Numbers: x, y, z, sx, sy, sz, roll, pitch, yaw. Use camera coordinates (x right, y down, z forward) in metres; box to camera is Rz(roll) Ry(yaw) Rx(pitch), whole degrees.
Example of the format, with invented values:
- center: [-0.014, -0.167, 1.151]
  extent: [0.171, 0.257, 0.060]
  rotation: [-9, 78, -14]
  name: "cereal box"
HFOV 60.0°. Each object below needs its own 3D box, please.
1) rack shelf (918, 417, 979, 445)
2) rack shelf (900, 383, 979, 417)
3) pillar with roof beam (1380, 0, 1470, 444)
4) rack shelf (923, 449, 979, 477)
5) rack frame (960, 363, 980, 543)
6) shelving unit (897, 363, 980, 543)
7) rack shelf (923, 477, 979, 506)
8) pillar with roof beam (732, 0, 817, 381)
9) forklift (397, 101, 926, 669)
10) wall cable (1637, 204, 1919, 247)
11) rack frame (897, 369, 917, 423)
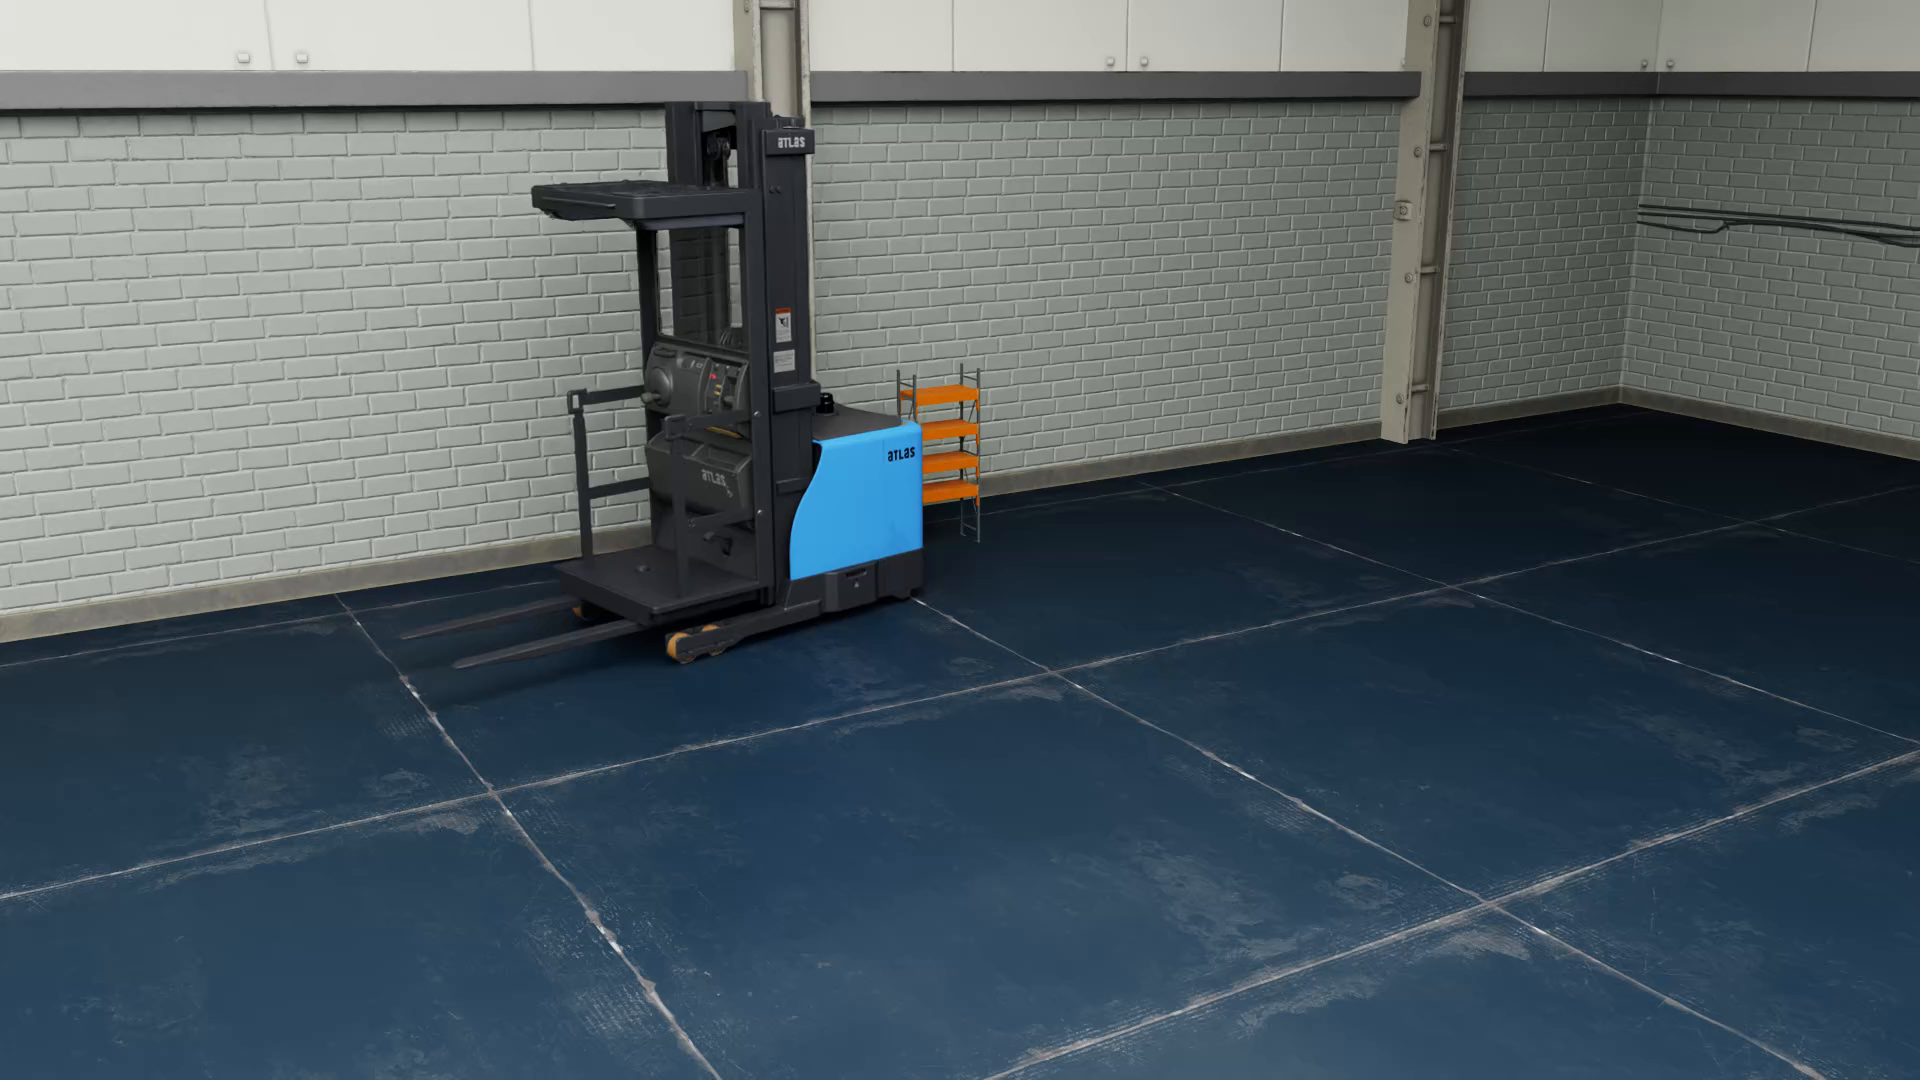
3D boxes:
- center: [-0.142, -0.705, 11.124]
  extent: [0.480, 0.148, 0.258]
  rotation: [-9, 18, -30]
  name: "rack shelf"
- center: [-0.142, -0.933, 11.060]
  extent: [0.480, 0.148, 0.258]
  rotation: [-9, 18, -30]
  name: "rack shelf"
- center: [6.143, -4.232, 9.834]
  extent: [0.400, 9.000, 9.100]
  rotation: [-9, 18, -30]
  name: "pillar with roof beam"
- center: [-0.142, -0.490, 11.184]
  extent: [0.480, 0.148, 0.258]
  rotation: [-9, 18, -30]
  name: "rack shelf"
- center: [0.067, -0.589, 11.287]
  extent: [0.015, 1.200, 0.240]
  rotation: [-9, 18, -30]
  name: "rack frame"
- center: [-0.142, -0.555, 11.166]
  extent: [0.503, 1.200, 0.258]
  rotation: [-9, 18, -30]
  name: "shelving unit"
- center: [-0.142, -0.299, 11.238]
  extent: [0.480, 0.148, 0.258]
  rotation: [-9, 18, -30]
  name: "rack shelf"
- center: [1.000, -3.398, 6.858]
  extent: [0.400, 9.000, 9.100]
  rotation: [-9, 18, -30]
  name: "pillar with roof beam"
- center: [-1.634, -0.900, 9.190]
  extent: [3.031, 2.935, 1.130]
  rotation: [-14, 21, -41]
  name: "forklift"
- center: [7.132, -3.836, 14.175]
  extent: [0.112, 2.526, 3.097]
  rotation: [-9, 18, -30]
  name: "wall cable"
- center: [-0.351, -0.521, 11.045]
  extent: [0.015, 1.200, 0.240]
  rotation: [-9, 18, -30]
  name: "rack frame"
